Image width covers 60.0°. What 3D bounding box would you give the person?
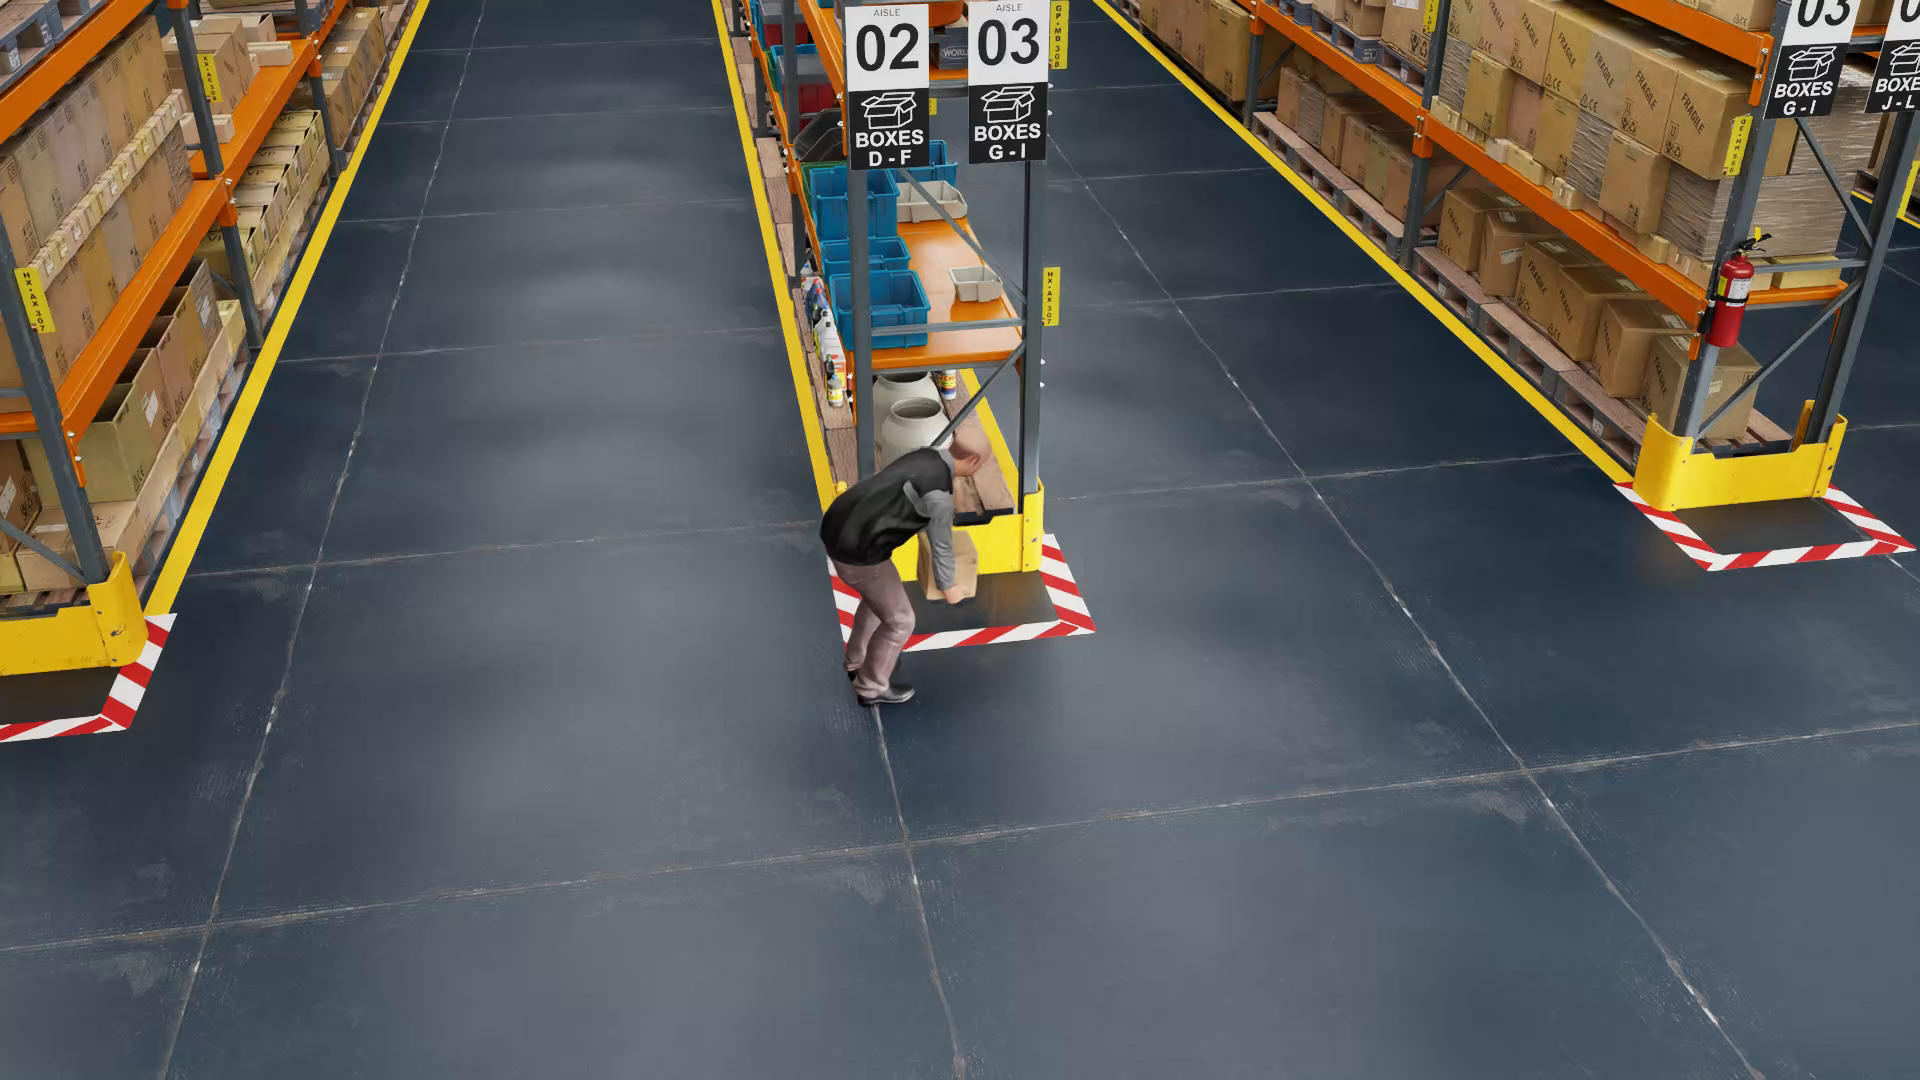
[{"bbox_3d":[-0.254,0.120,8.292,0.861,1.388,0.469,-10,32,-16],"label":"person"}]
